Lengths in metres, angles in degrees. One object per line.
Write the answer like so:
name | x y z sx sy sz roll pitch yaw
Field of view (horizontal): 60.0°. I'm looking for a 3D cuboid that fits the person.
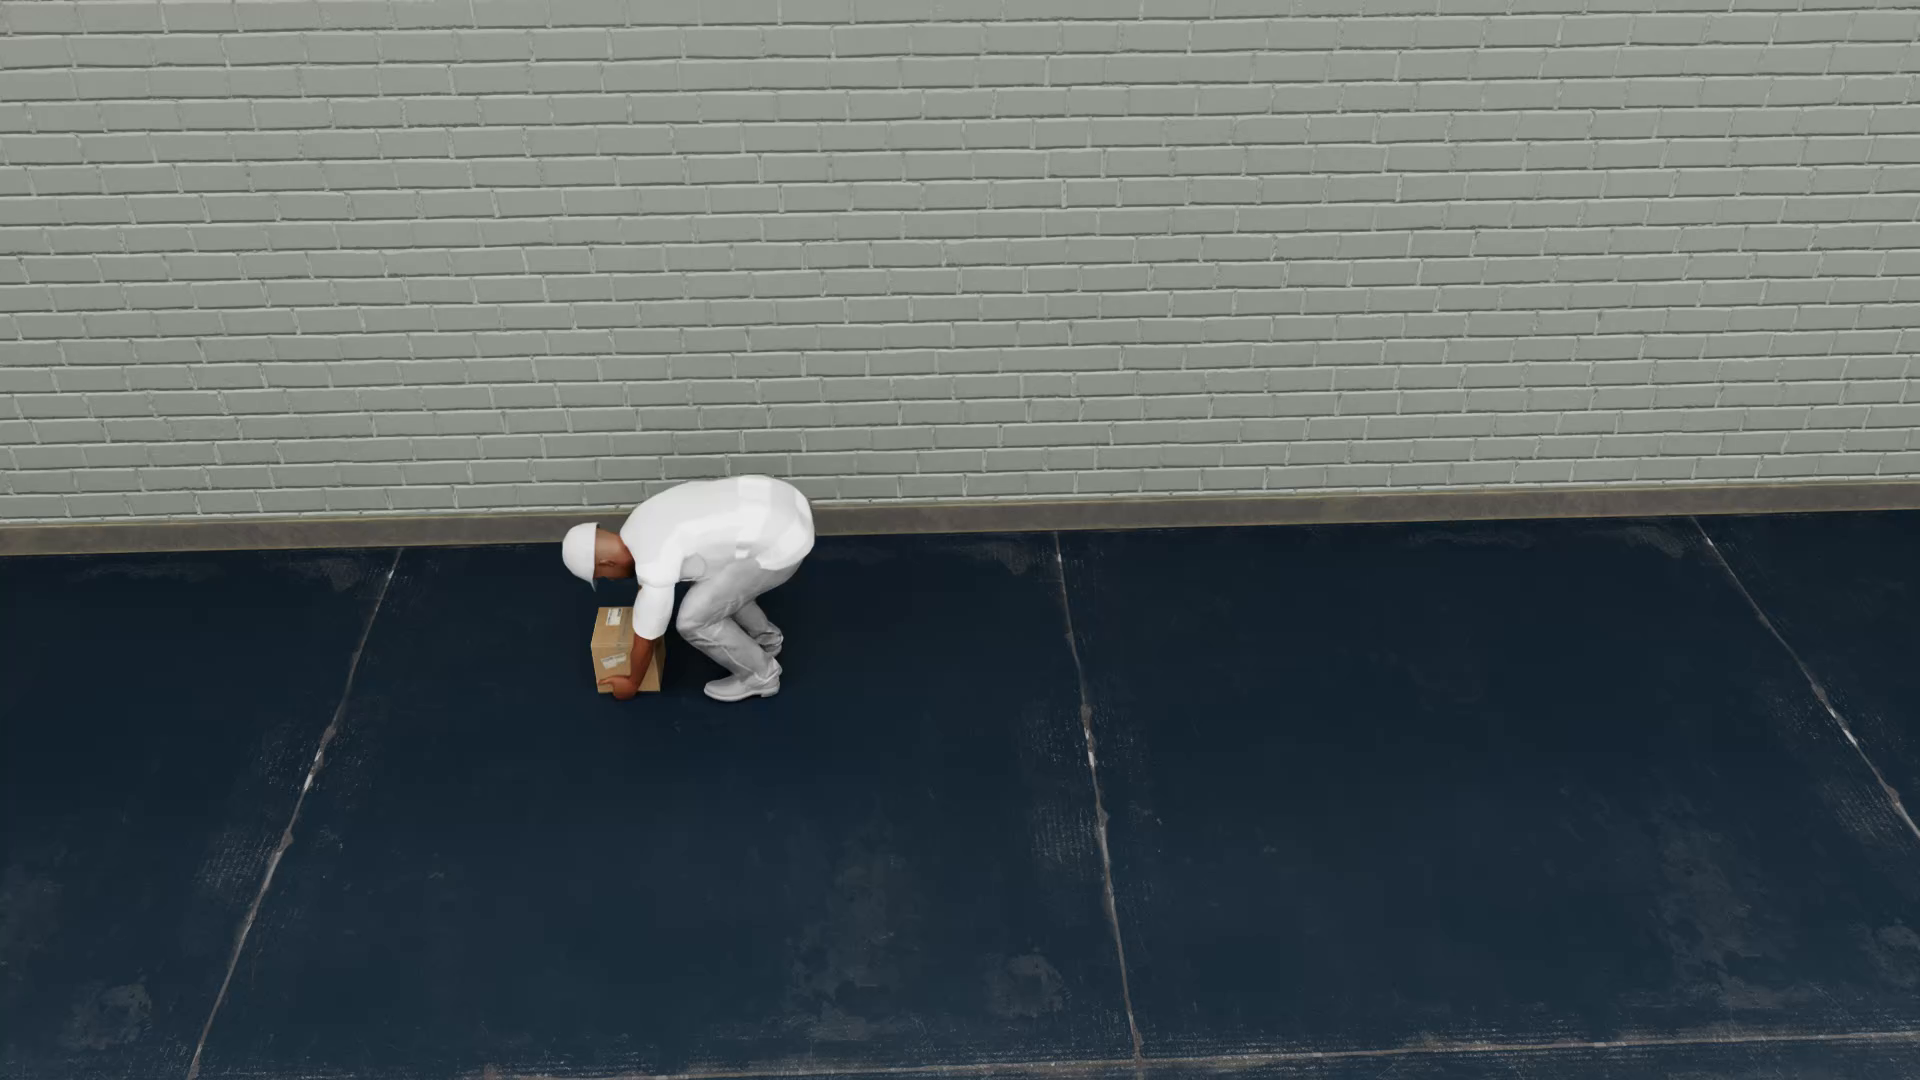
person | -1.057 0.190 6.616 0.977 0.907 0.511 -3 35 -4
